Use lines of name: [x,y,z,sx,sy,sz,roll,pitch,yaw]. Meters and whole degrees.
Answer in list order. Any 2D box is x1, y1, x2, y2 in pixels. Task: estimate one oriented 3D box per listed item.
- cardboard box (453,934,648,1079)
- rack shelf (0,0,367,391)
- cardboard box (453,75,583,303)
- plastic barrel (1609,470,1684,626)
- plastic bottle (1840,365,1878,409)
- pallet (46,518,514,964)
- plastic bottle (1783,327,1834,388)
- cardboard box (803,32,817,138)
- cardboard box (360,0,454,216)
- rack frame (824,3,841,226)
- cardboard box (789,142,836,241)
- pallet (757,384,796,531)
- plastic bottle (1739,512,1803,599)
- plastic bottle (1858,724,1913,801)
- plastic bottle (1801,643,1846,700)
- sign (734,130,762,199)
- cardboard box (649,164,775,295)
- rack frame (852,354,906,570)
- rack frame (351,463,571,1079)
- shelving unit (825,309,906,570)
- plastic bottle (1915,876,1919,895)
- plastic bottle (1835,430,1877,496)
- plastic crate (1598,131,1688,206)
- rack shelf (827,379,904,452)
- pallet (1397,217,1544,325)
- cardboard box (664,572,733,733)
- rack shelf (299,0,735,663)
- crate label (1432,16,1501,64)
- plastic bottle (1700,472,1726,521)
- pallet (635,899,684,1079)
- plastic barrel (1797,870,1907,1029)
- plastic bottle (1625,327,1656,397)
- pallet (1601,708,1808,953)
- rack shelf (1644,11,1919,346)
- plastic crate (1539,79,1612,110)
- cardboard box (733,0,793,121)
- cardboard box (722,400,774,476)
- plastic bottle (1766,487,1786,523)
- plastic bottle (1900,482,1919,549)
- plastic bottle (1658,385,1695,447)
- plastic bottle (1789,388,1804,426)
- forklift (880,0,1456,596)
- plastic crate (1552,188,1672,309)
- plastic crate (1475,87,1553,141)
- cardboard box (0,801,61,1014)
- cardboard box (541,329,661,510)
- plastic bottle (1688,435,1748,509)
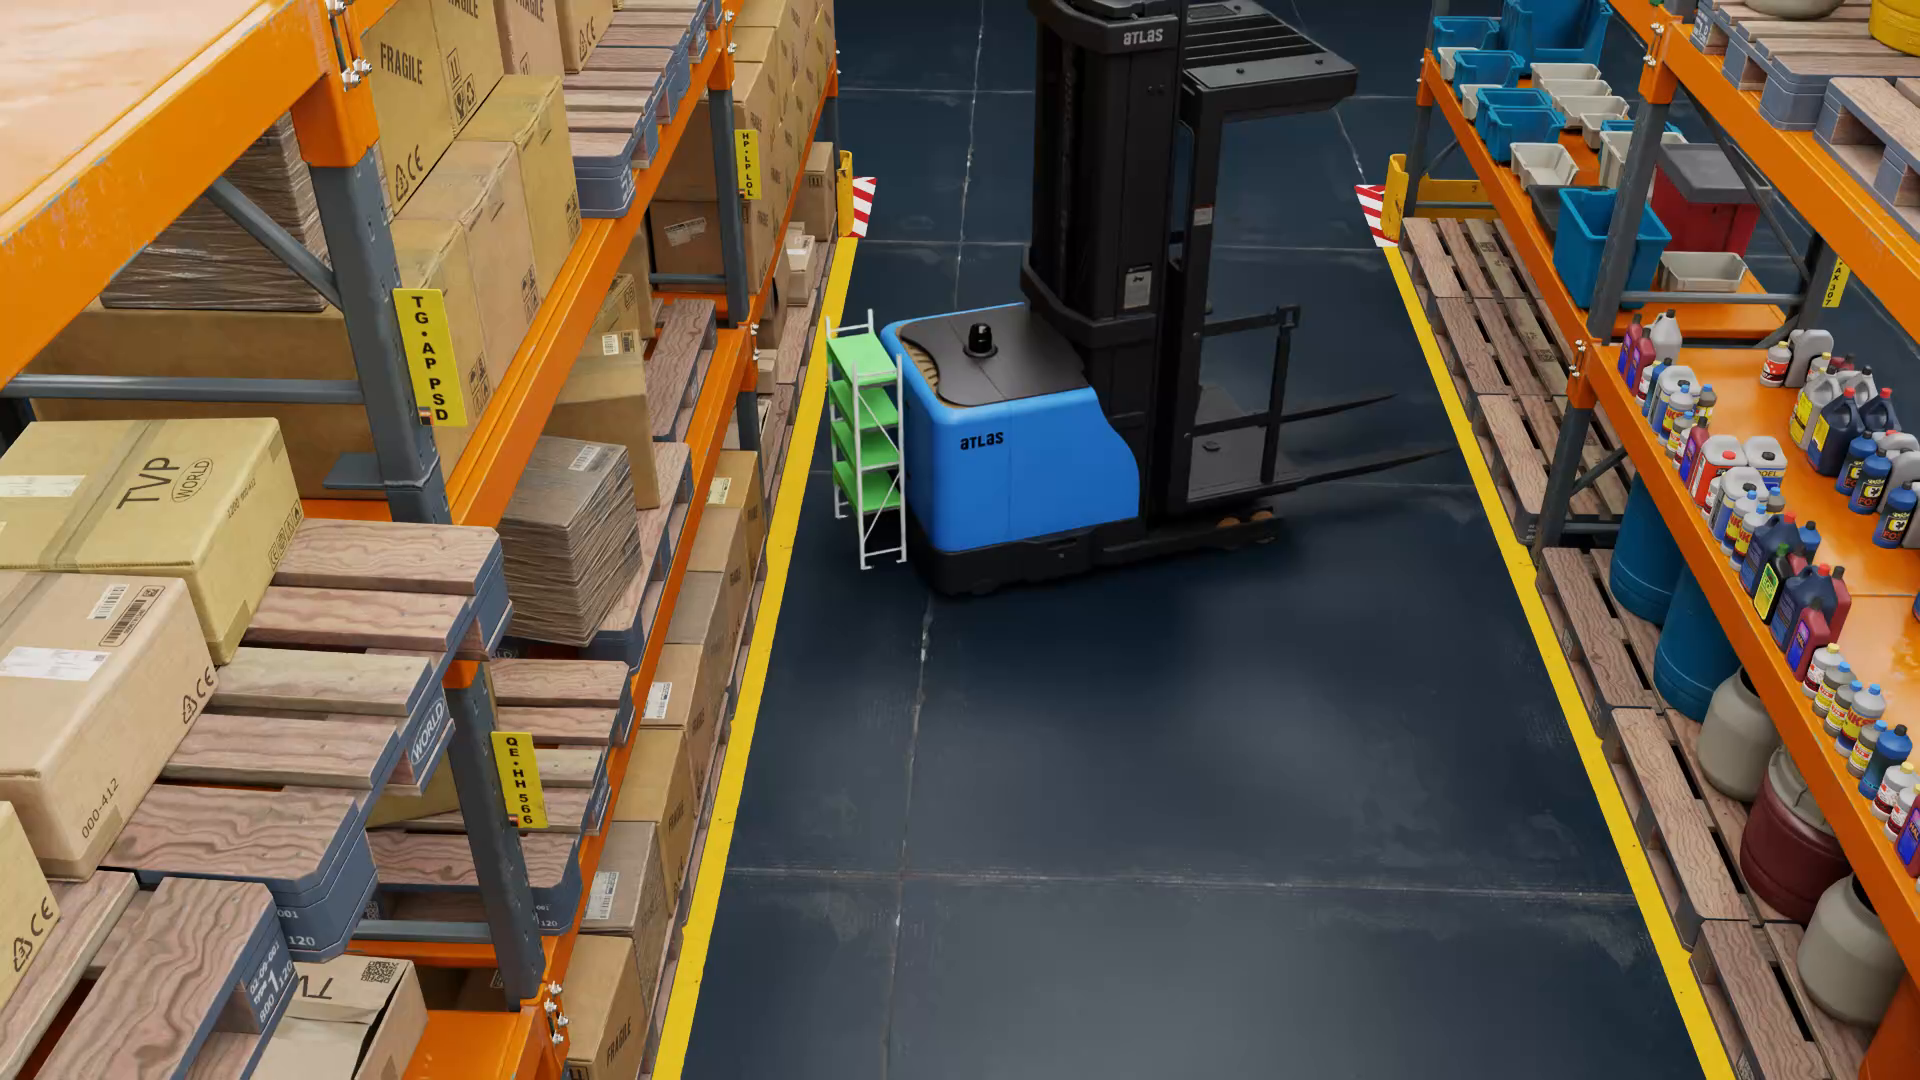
cardboard box: [-1.364,1.661,5.515,0.500,0.500,0.500,3,35,4]
rack shelf: [-1.748,0.226,1.522,1.077,0.370,4.000,1,35,2]
cardboard box: [-1.643,-1.038,4.868,0.910,0.500,0.500,1,35,2]
plastic barrel: [3.403,-0.109,7.702,0.600,0.901,0.708,1,35,2]
plastic bottle: [3.732,-0.552,6.916,0.144,0.351,0.185,1,35,2]
pallet: [-1.606,0.315,3.194,1.213,0.211,1.003,3,35,4]
plastic bottle: [3.749,-0.824,7.367,0.152,0.276,0.135,1,35,2]
cardboard box: [-1.135,-2.716,9.864,0.500,0.500,0.500,2,35,2]
cardboard box: [-1.624,-1.147,4.154,0.500,0.500,0.500,1,35,2]
rack frame: [-1.347,-3.523,11.100,1.000,3.000,0.127,1,35,2]
cardboard box: [-1.122,-2.362,11.239,0.500,0.500,0.500,1,35,2]
pallet: [-1.479,-0.478,9.193,1.003,0.211,1.213,1,35,2]
plastic bottle: [2.978,0.038,6.076,0.144,0.351,0.185,1,35,2]
plastic bottle: [2.911,0.690,5.217,0.097,0.271,0.097,0,35,0]
plastic bottle: [2.931,0.439,5.635,0.097,0.201,0.097,0,35,0]
sign: [-0.952,-1.688,7.482,0.100,0.325,0.005,1,35,2]
cardboard box: [-1.214,-1.552,8.209,0.500,0.500,0.500,2,35,3]
rack frame: [-0.392,-0.363,8.168,0.240,1.200,0.015,-11,37,-15]
rack frame: [-1.668,1.073,4.560,1.000,3.000,0.127,1,35,2]
shelving unit: [-0.470,-0.496,8.357,0.258,1.200,0.503,-11,37,-15]
plastic bottle: [2.894,0.963,4.890,0.097,0.201,0.097,0,35,0]
plastic bottle: [3.589,-0.314,6.646,0.097,0.271,0.097,0,35,0]
plastic crate: [3.687,-1.957,8.923,0.437,0.282,0.530,1,35,2]
rack shelf: [-0.470,-0.640,8.256,0.258,0.148,0.480,-11,37,-15]
pallet: [3.531,-1.793,11.063,1.003,0.211,1.213,1,35,2]
cardboard box: [-1.289,0.480,7.195,0.500,0.500,0.500,2,35,2]
rack shelf: [-1.588,-1.009,5.539,1.077,0.370,4.000,1,35,2]
crate label: [3.264,-3.228,10.774,0.416,0.233,0.303,1,35,2]
plastic bottle: [2.974,-0.172,6.504,0.097,0.201,0.097,0,35,0]
pallet: [-1.600,1.786,5.971,1.003,0.211,1.213,1,35,2]
plastic barrel: [3.217,1.428,5.854,0.421,0.512,0.421,0,35,0]
plastic bottle: [2.996,-0.783,7.303,0.061,0.283,0.133,1,35,2]
pallet: [3.323,1.178,6.836,1.003,0.211,1.213,1,35,2]
rack shelf: [3.362,-0.892,5.373,1.077,0.370,4.000,1,35,2]
plastic crate: [3.725,-2.684,10.083,0.396,0.136,0.243,1,35,2]
cardboard box: [-1.166,-2.531,8.732,0.500,0.500,0.500,0,35,0]
cardboard box: [-1.274,-0.541,8.812,0.500,0.311,0.500,1,35,2]
plastic bottle: [3.122,-0.112,6.420,0.097,0.201,0.097,0,35,0]
plastic bottle: [3.700,-0.113,6.356,0.152,0.276,0.135,1,35,2]
plastic bottle: [2.996,-0.522,6.942,0.097,0.271,0.097,0,35,0]
plastic bottle: [3.609,-0.575,7.078,0.097,0.201,0.097,0,35,0]
forklift: [1.156,-1.424,8.173,3.031,2.935,1.130,-11,37,-15]
plastic crate: [3.120,-1.402,8.044,0.392,0.384,0.575,1,35,2]
plastic crate: [3.211,-2.472,9.697,0.416,0.233,0.300,1,35,2]
cardboard box: [-1.667,0.628,2.351,0.500,0.250,0.500,1,35,1]
cardboard box: [-1.516,-0.421,6.234,0.700,0.500,0.500,-7,36,-10]
plastic bottle: [3.006,-0.268,6.577,0.152,0.276,0.135,1,35,2]
